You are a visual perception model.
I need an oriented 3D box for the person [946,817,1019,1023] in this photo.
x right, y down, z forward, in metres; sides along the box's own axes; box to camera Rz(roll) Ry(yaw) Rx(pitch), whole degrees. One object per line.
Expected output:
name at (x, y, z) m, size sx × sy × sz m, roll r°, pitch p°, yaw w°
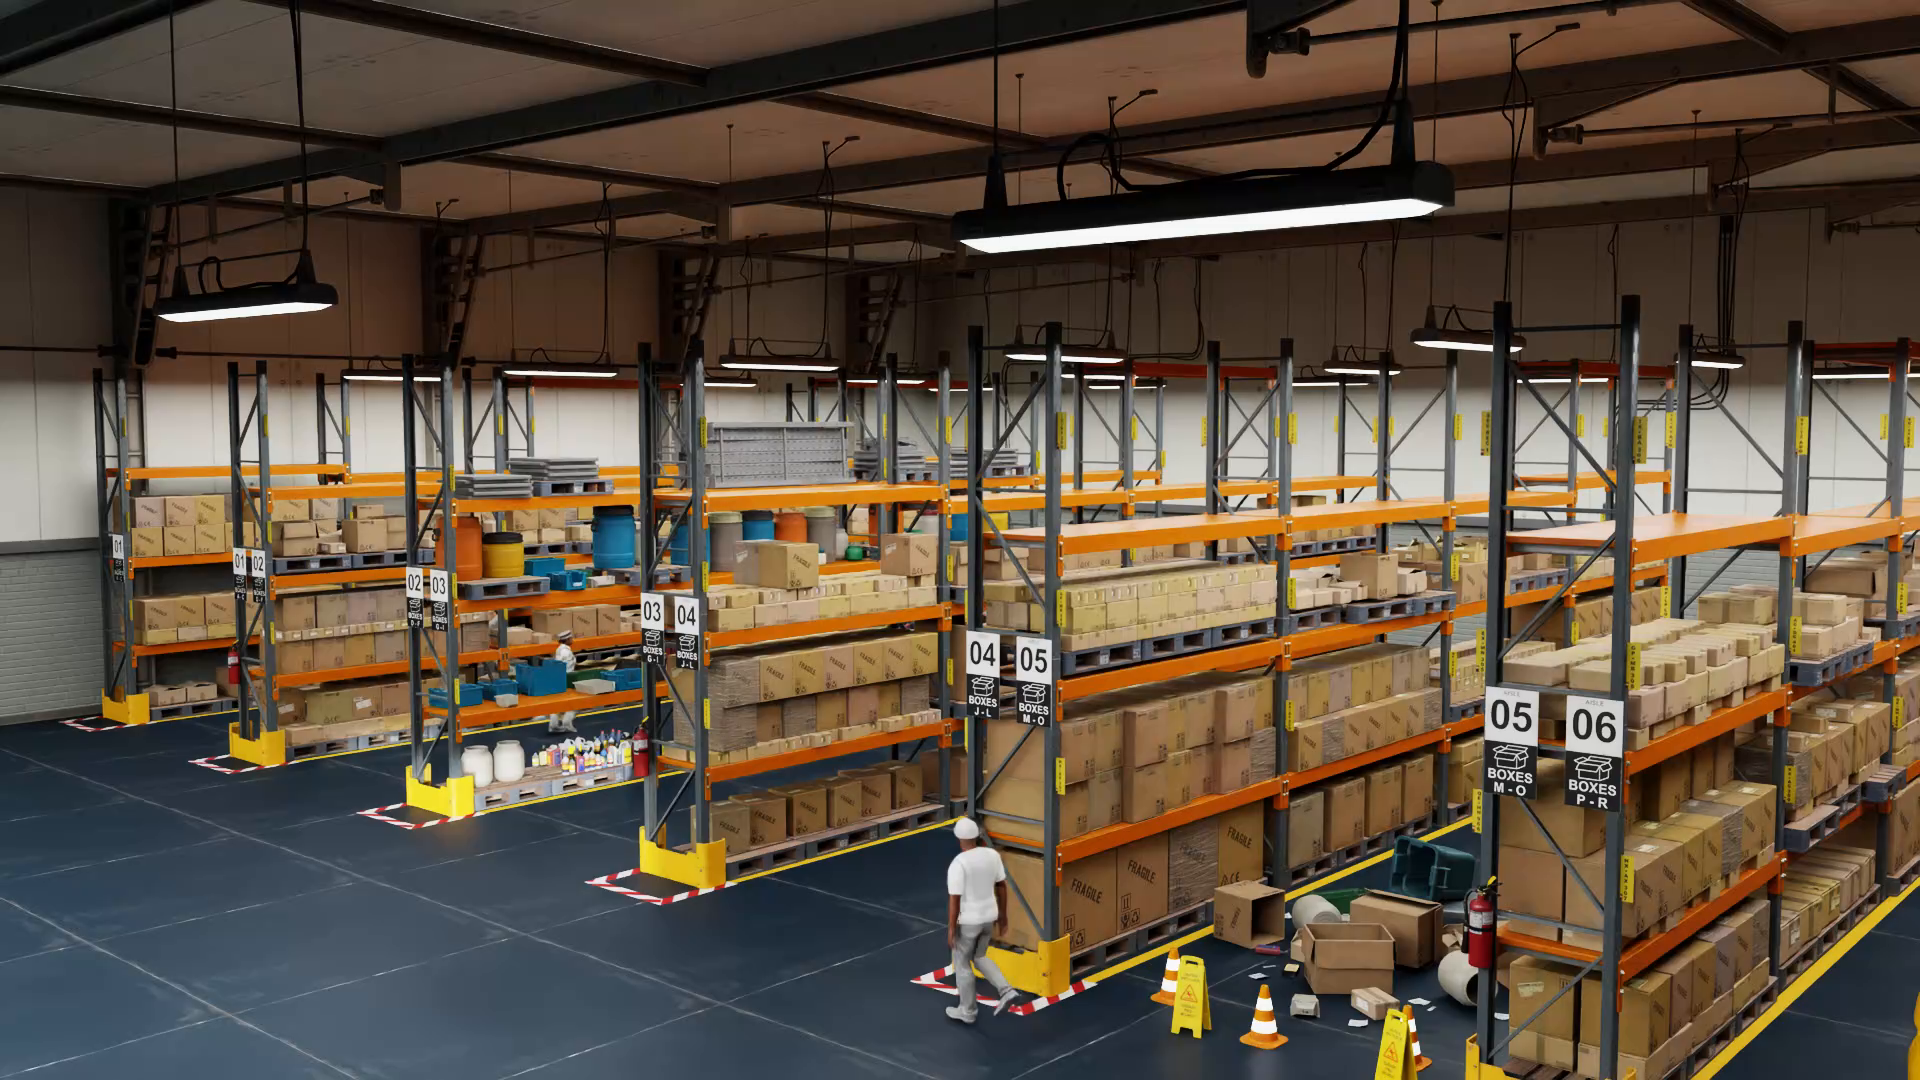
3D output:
person at (0.166, 3.239, 14.121) m, size 0.659 × 1.755 × 0.573 m, roll 4°, pitch 6°, yaw 43°

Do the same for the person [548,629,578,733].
person at (-6.520, 2.316, 27.307) m, size 0.519 × 1.686 × 0.475 m, roll -3°, pitch 5°, yaw -36°

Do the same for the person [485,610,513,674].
person at (-8.898, 1.996, 32.008) m, size 0.523 × 1.653 × 0.639 m, roll 2°, pitch 5°, yaw 28°
